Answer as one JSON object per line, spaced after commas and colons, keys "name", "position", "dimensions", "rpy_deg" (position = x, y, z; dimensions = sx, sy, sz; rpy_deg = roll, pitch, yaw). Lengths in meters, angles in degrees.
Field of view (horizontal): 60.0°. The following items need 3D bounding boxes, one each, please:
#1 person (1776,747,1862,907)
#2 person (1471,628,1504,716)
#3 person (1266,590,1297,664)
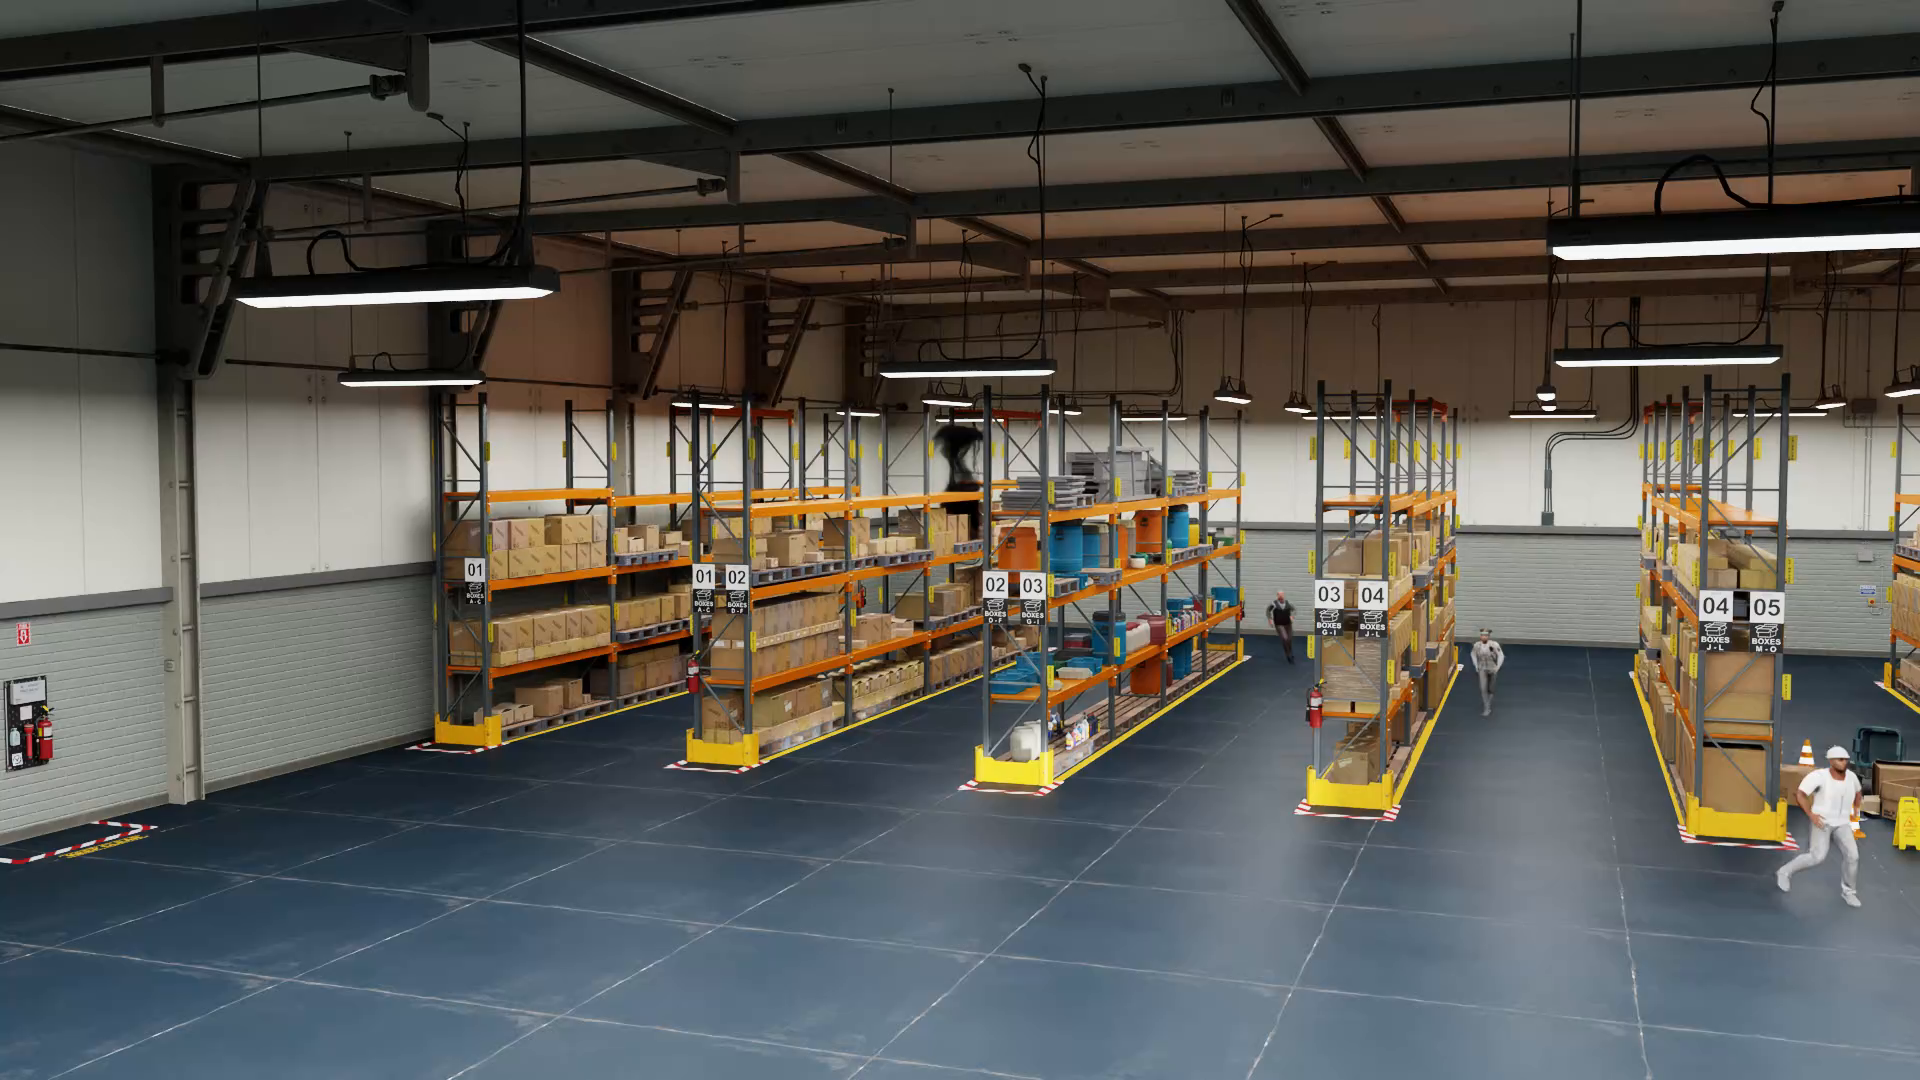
{"name": "person", "position": [9.668, 3.170, 18.549], "dimensions": [0.879, 1.762, 0.709], "rpy_deg": [-1, 3, -12]}
{"name": "person", "position": [10.112, 2.508, 31.895], "dimensions": [0.624, 1.675, 0.900], "rpy_deg": [1, 3, 22]}
{"name": "person", "position": [7.678, 2.044, 39.477], "dimensions": [0.724, 1.717, 0.907], "rpy_deg": [0, 3, -8]}
